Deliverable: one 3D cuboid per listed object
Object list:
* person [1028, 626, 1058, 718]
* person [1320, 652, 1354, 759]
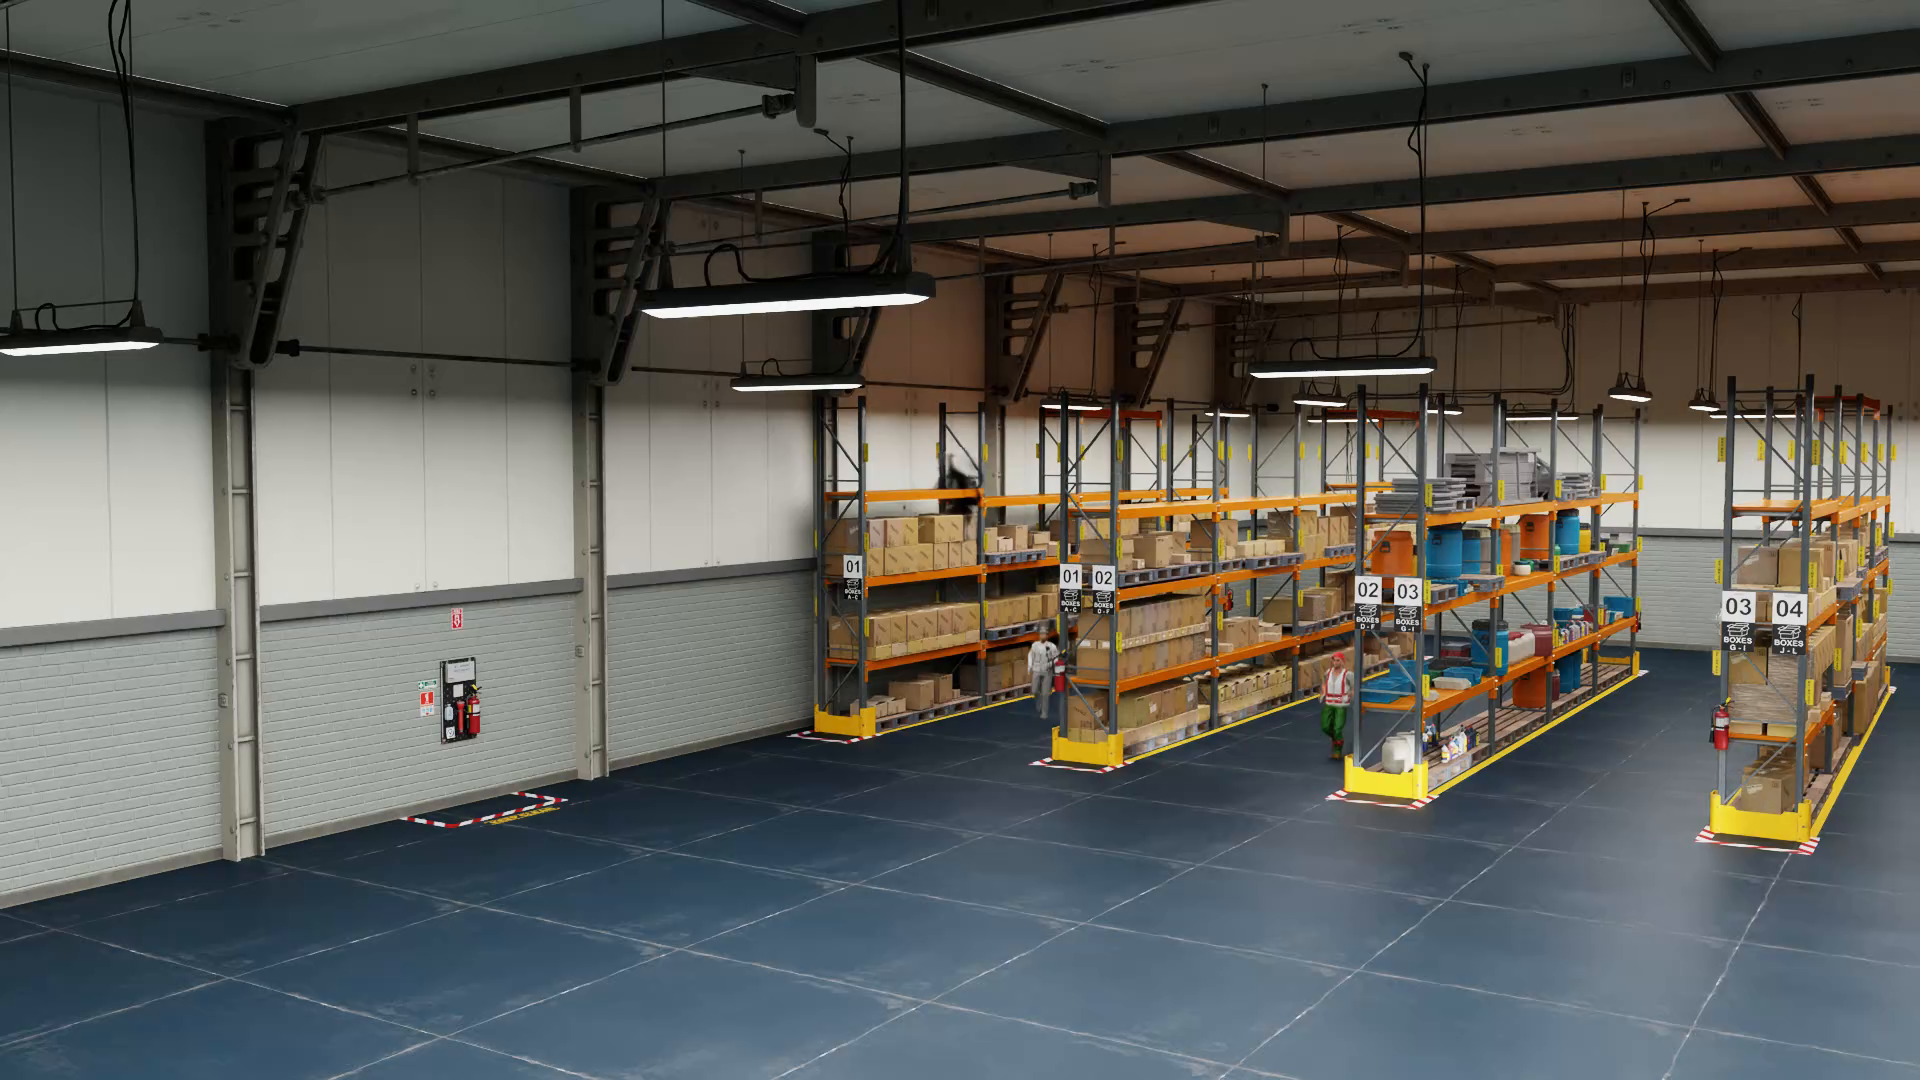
[{"bbox_3d":[1.461,2.363,29.703,0.615,1.658,0.541,1,3,18],"label":"person"},{"bbox_3d":[6.163,2.703,27.193,0.652,1.738,0.613,2,4,36],"label":"person"}]
